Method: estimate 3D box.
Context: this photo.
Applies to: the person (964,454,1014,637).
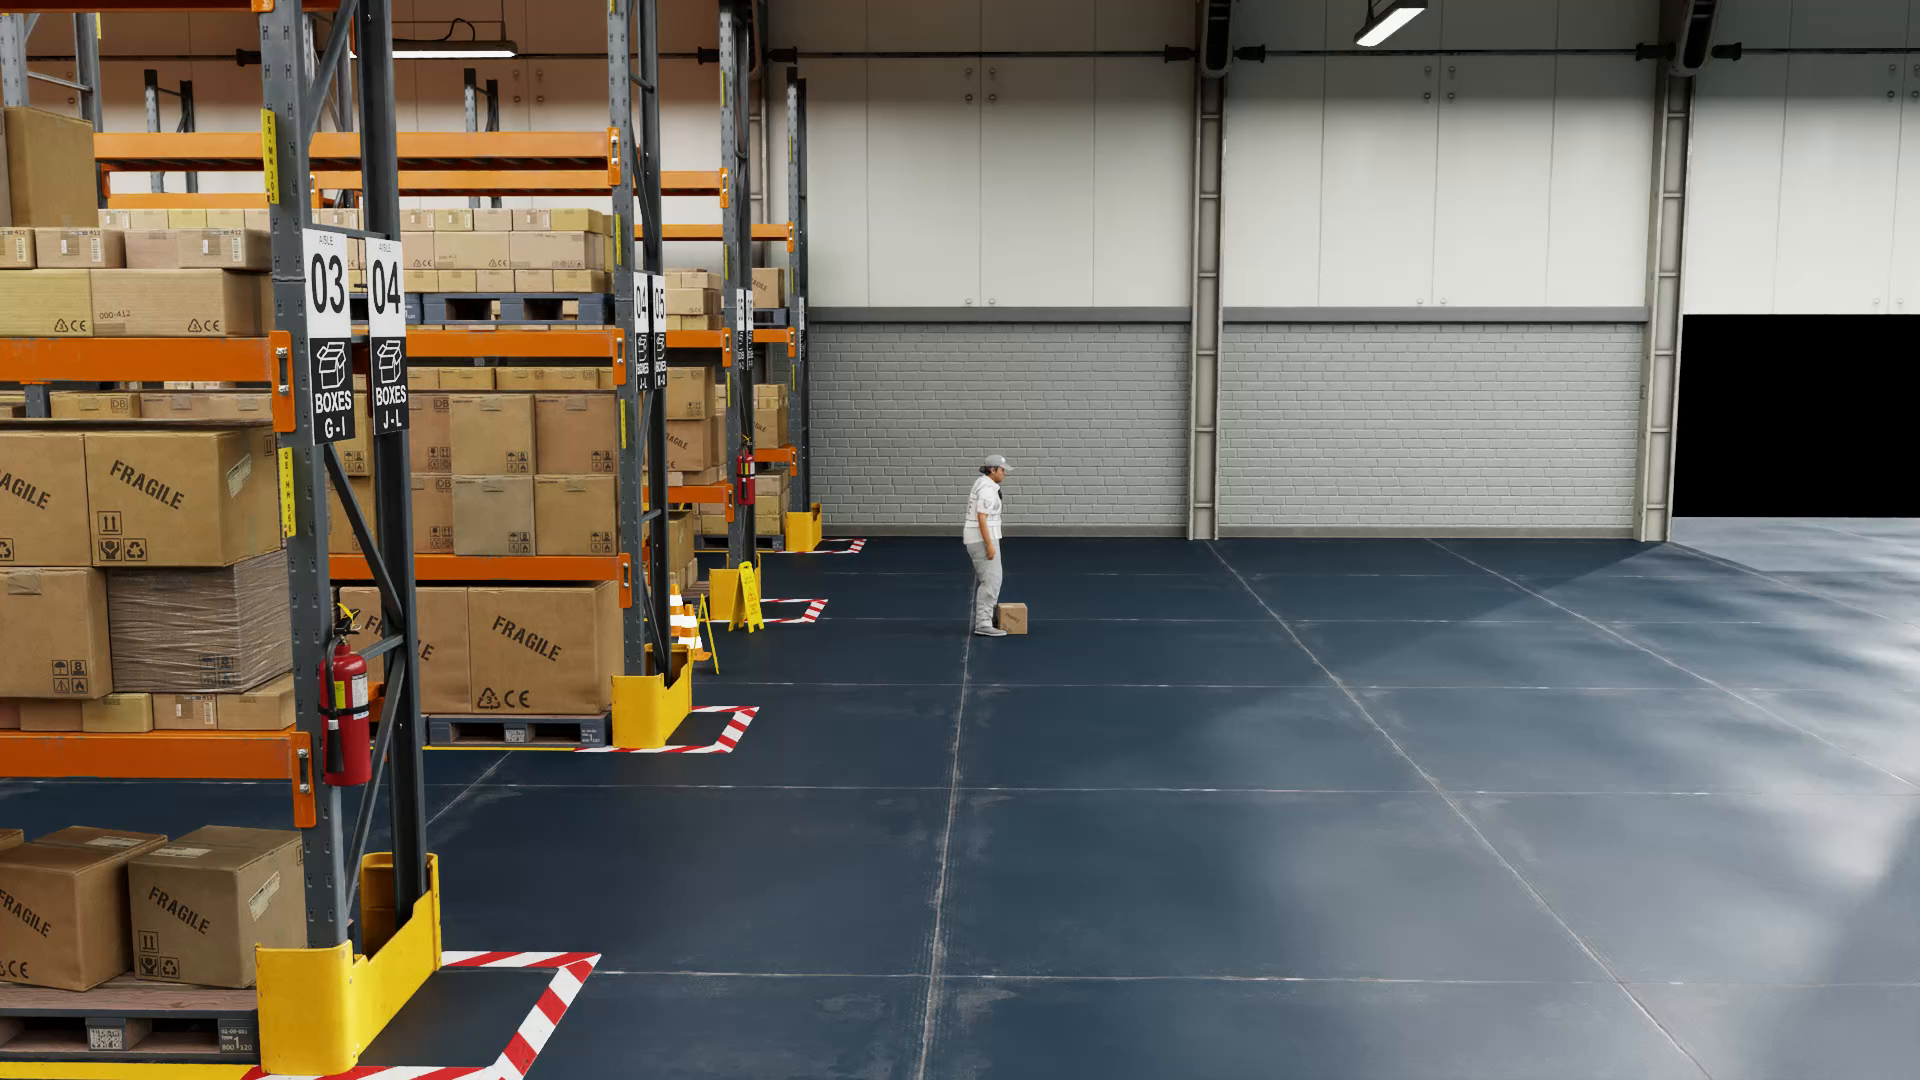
[{"bbox_3d":[0.267,0.034,15.485,0.466,1.666,0.538,0,7,2],"label":"person"}]
